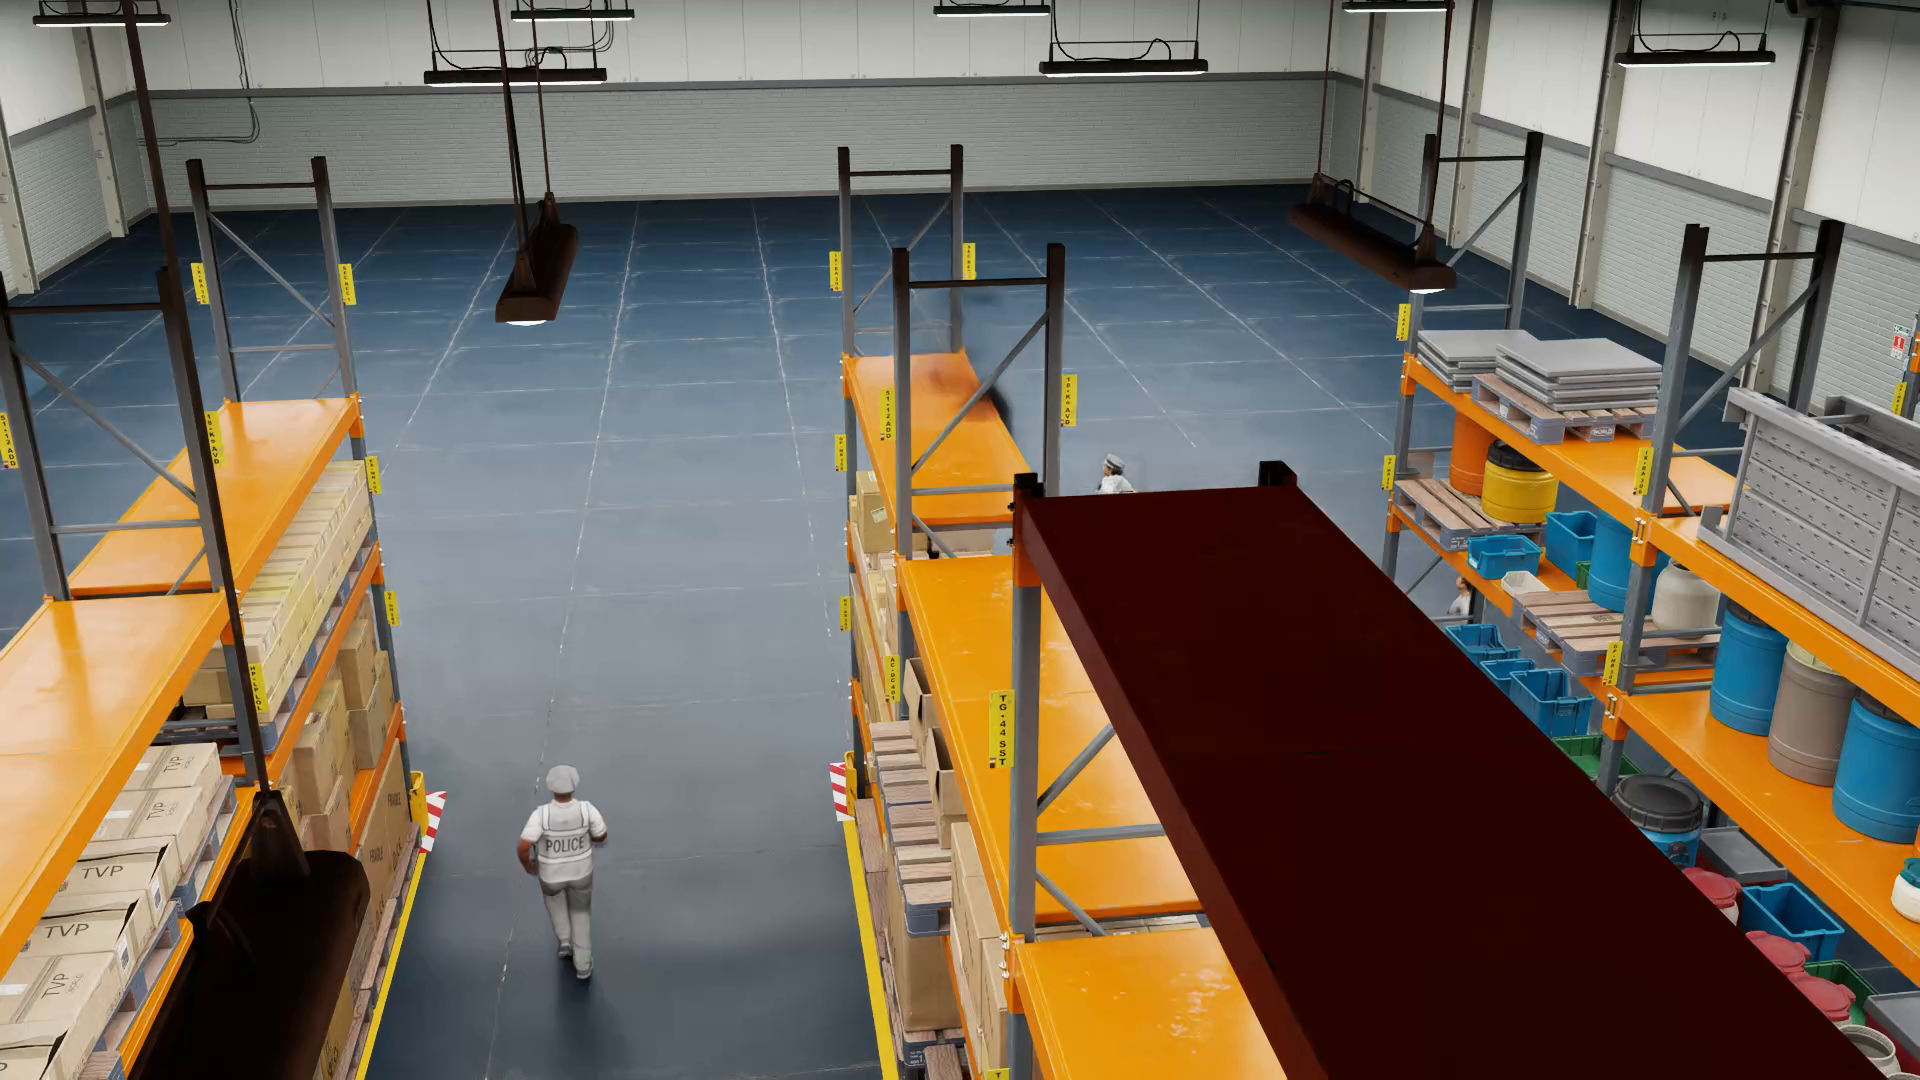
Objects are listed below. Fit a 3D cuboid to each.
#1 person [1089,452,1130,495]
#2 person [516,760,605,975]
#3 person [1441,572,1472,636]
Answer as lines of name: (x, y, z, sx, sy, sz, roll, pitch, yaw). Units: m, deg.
person: (1.716, -0.260, 20.007, 0.672, 1.692, 0.584, 5, 22, 13)
person: (-3.074, 2.528, 12.930, 0.671, 1.812, 0.741, -5, 22, -13)
person: (5.097, 1.057, 16.788, 0.664, 1.633, 0.584, 15, 26, 33)
